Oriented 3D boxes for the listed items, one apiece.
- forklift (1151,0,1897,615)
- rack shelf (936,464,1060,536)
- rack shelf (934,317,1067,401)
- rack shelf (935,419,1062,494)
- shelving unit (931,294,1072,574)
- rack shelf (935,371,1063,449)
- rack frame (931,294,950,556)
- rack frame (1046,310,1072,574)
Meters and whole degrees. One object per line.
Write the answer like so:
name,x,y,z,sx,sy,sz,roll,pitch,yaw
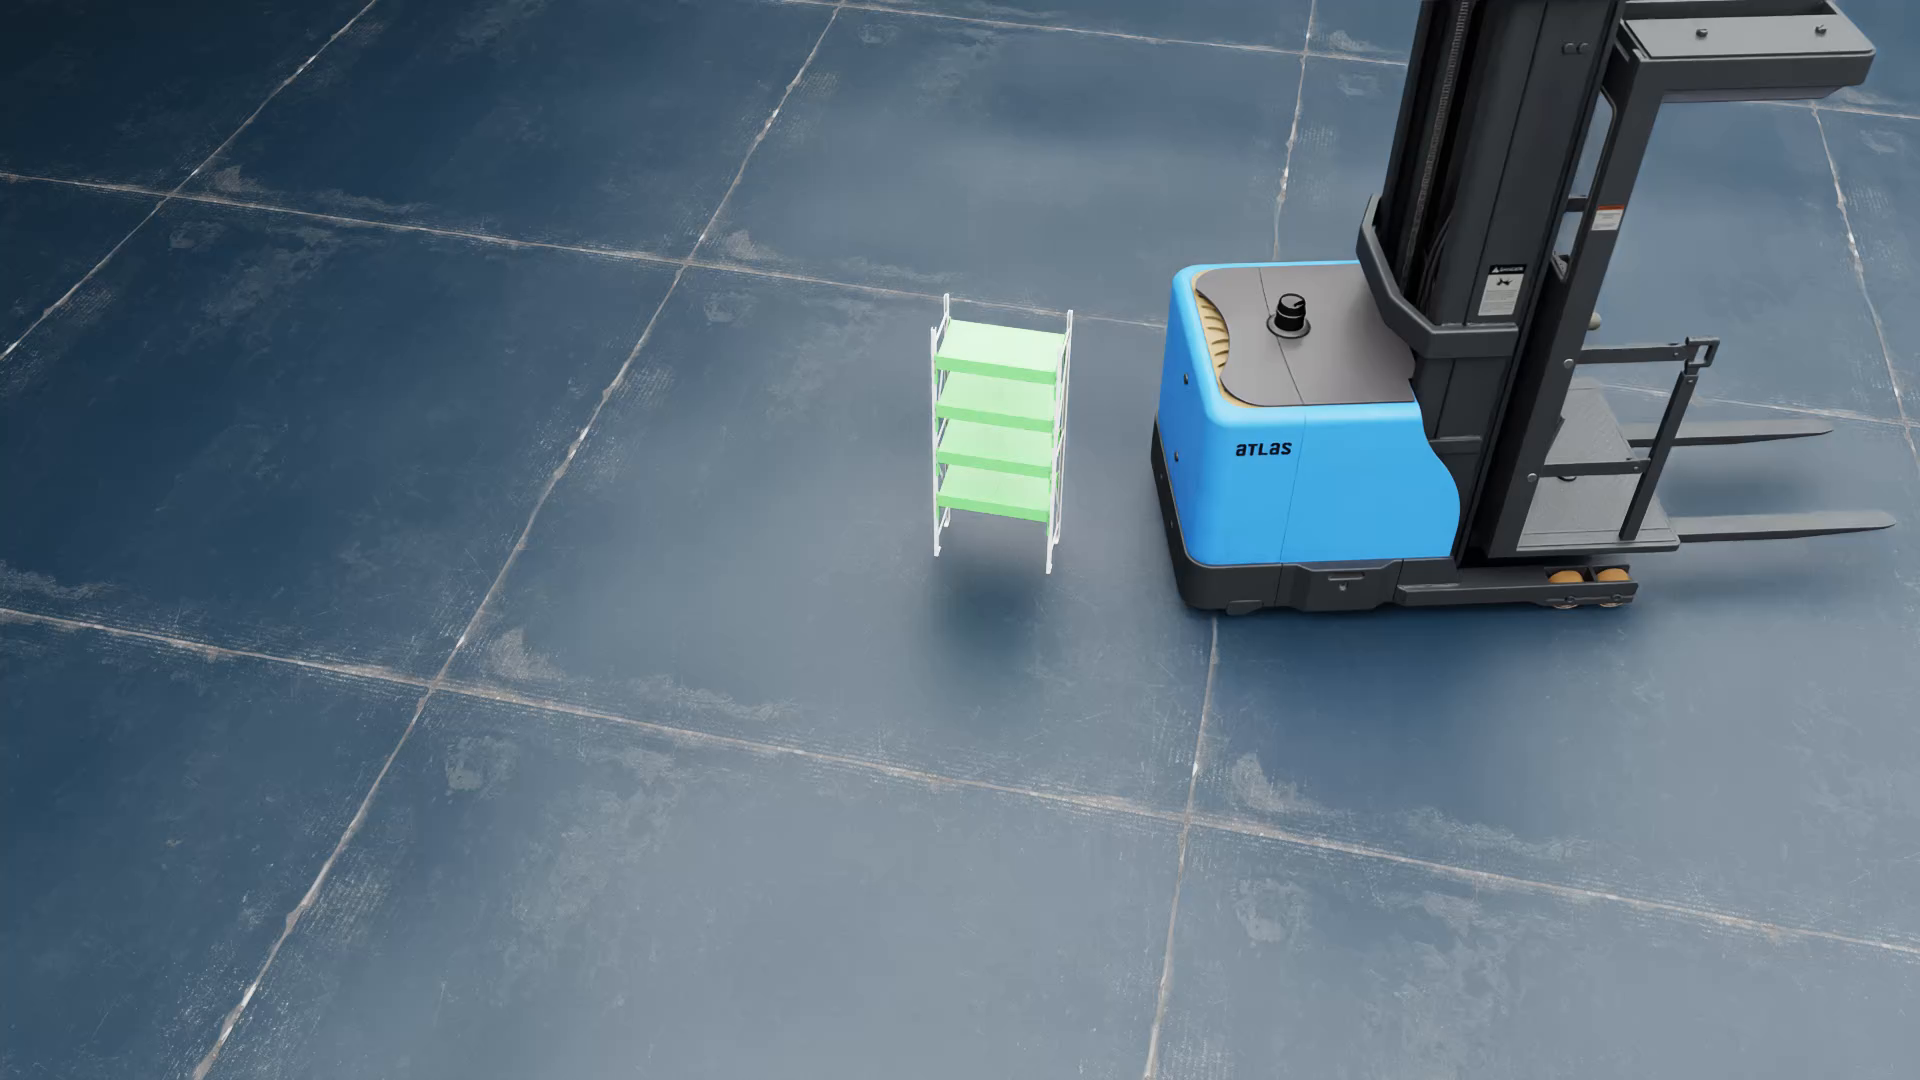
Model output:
forklift,2.394,-1.137,6.278,3.031,2.935,1.130,-2,44,-2
rack shelf,0.162,-0.188,6.979,0.480,0.148,0.258,9,45,9
rack shelf,0.162,-0.707,6.479,0.480,0.148,0.258,9,45,9
rack shelf,0.162,-0.361,6.812,0.480,0.148,0.258,9,45,9
shelving unit,0.162,-0.407,6.768,0.503,1.200,0.258,9,45,9
rack shelf,0.162,-0.534,6.646,0.480,0.148,0.258,9,45,9
rack frame,-0.077,-0.444,6.806,0.015,1.200,0.240,9,45,9
rack frame,0.400,-0.370,6.730,0.015,1.200,0.240,9,45,9
